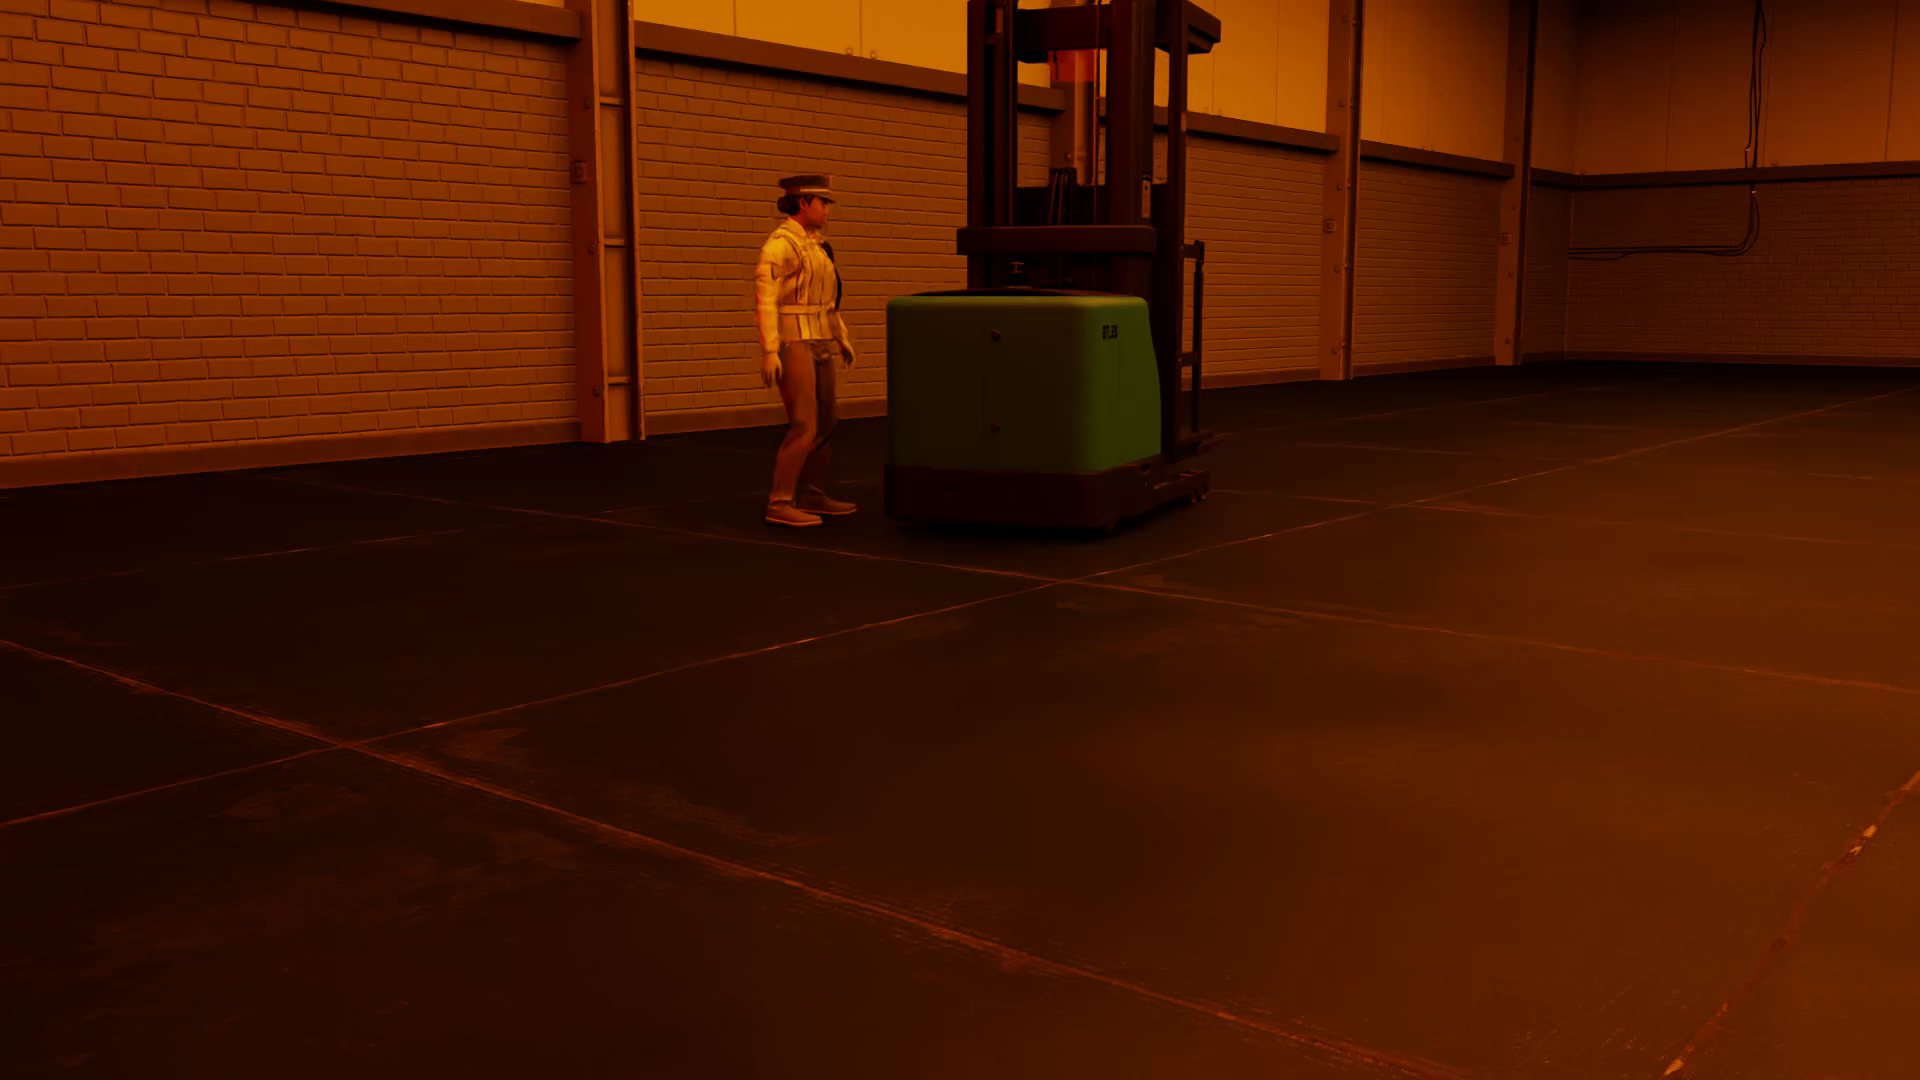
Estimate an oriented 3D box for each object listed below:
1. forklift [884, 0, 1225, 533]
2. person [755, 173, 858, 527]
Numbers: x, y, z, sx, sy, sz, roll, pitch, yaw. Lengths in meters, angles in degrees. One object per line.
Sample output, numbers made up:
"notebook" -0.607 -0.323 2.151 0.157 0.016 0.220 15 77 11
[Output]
"forklift" 0.691 -1.657 8.607 1.130 2.935 3.031 4 9 23
"person" -0.739 -0.898 7.881 0.341 1.645 0.715 3 9 21
